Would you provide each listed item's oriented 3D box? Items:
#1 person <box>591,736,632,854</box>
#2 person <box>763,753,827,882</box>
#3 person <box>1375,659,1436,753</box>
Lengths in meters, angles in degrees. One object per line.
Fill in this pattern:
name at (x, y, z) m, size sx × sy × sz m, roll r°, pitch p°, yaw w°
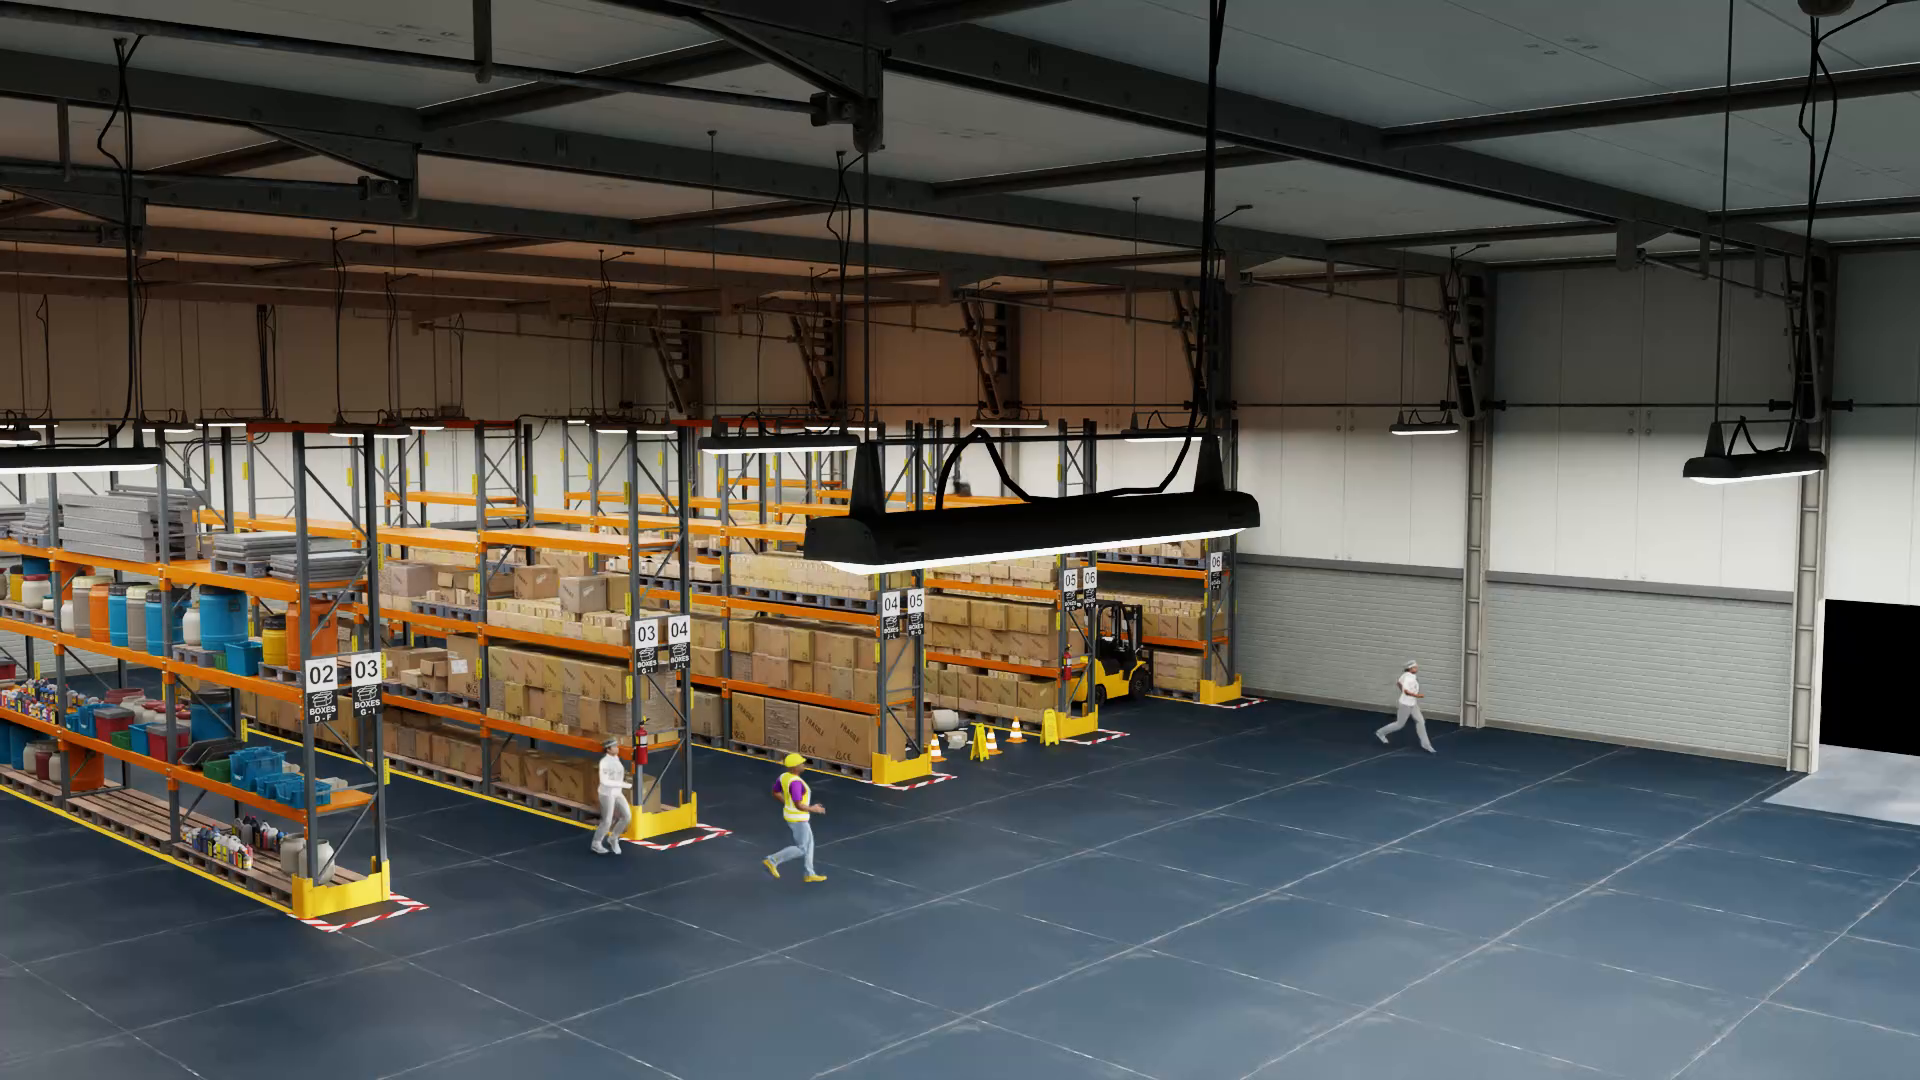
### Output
person at (-4.866, 3.593, 23.351) m, size 0.666 × 1.714 × 0.631 m, roll 2°, pitch 5°, yaw 18°
person at (-2.183, 3.670, 21.887) m, size 0.877 × 1.745 × 0.707 m, roll -2°, pitch 5°, yaw -21°
person at (8.133, 3.020, 30.320) m, size 1.078 × 1.720 × 0.543 m, roll 2°, pitch 5°, yaw 28°
